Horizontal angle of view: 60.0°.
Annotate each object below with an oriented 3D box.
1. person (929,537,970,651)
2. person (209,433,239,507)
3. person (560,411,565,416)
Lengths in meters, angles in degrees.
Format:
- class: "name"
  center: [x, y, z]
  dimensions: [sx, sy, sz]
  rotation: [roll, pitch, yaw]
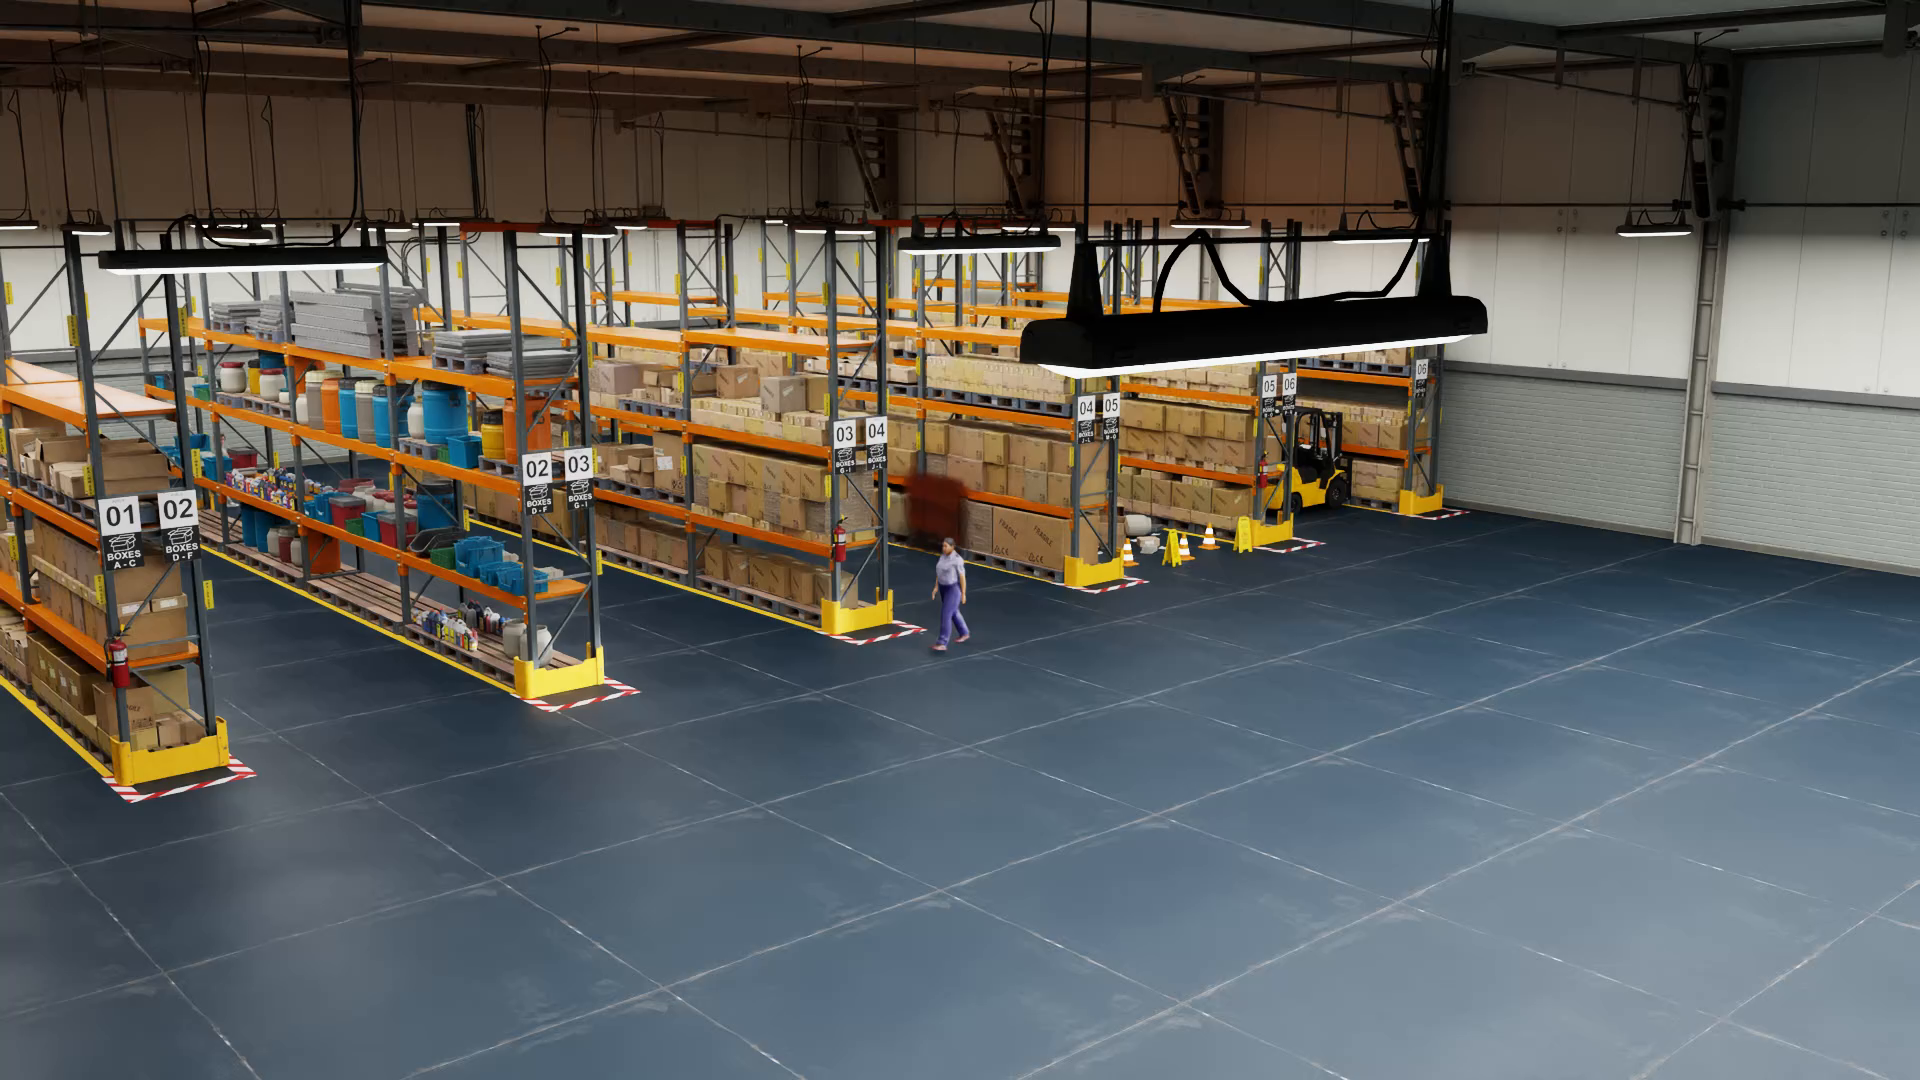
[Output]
- class: "person"
  center: [-0.159, 0.755, 24.051]
  dimensions: [0.855, 1.619, 0.510]
  rotation: [-7, 13, -29]
- class: "person"
  center: [-15.619, -1.467, 35.079]
  dimensions: [0.641, 1.575, 0.447]
  rotation: [-3, 12, -13]
- class: "person"
  center: [-9.229, -2.252, 38.647]
  dimensions: [0.676, 1.521, 0.532]
  rotation: [-7, 13, -30]
